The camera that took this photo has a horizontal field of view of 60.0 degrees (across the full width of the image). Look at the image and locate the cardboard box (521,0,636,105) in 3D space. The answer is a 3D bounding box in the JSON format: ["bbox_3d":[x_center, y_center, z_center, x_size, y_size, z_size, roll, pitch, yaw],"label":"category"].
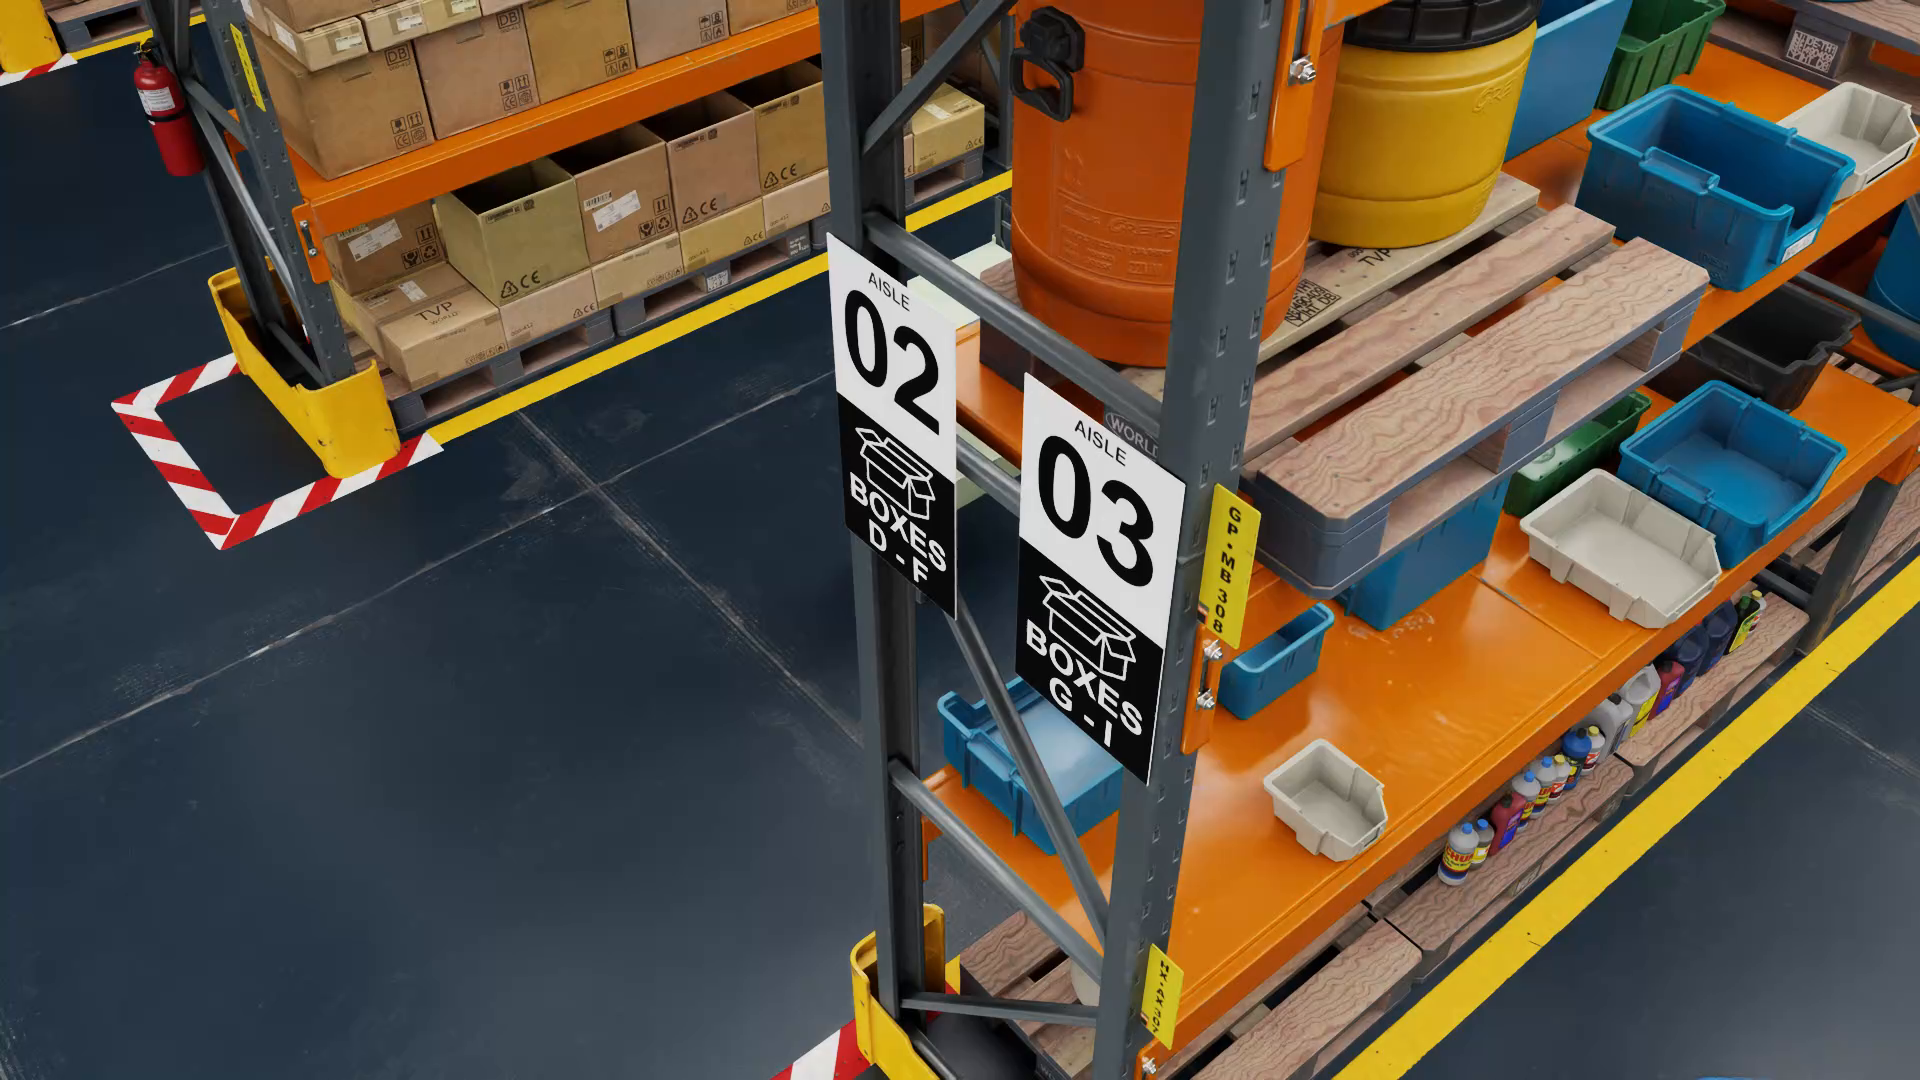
[{"bbox_3d":[-1.914,-2.430,7.627,0.500,0.500,0.700,-29,51,-28],"label":"cardboard box"}]

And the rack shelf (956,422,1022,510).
[{"bbox_3d":[-0.005,-0.306,7.010,0.720,0.370,0.431,-30,51,-28],"label":"rack shelf"}]

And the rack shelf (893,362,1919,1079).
[{"bbox_3d":[1.644,0.239,5.383,4.000,0.370,1.077,-30,51,-28],"label":"rack shelf"}]

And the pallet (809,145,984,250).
[{"bbox_3d":[-0.634,-2.160,9.450,1.213,0.211,1.003,-30,51,-28],"label":"pallet"}]

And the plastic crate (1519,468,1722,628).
[{"bbox_3d":[2.095,0.041,5.262,0.437,0.136,0.530,-30,51,-28],"label":"plastic crate"}]

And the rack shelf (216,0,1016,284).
[{"bbox_3d":[-1.531,-2.363,8.155,4.000,0.370,1.077,-30,51,-28],"label":"rack shelf"}]

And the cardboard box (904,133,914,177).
[{"bbox_3d":[-0.602,-2.122,9.074,0.500,0.250,0.500,-30,51,-28],"label":"cardboard box"}]

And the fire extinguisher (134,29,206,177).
[{"bbox_3d":[-3.454,-1.911,7.204,0.183,0.674,0.296,-30,51,-28],"label":"fire extinguisher"}]

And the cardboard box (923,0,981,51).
[{"bbox_3d":[0.130,-3.188,9.799,0.500,0.311,0.500,-30,51,-28],"label":"cardboard box"}]

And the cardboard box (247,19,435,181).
[{"bbox_3d":[-2.699,-1.982,7.150,0.500,0.500,0.700,-30,51,-28],"label":"cardboard box"}]

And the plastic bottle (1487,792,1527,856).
[{"bbox_3d":[1.886,0.963,5.750,0.133,0.283,0.061,-29,50,-27],"label":"plastic bottle"}]

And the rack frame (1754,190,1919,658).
[{"bbox_3d":[3.178,-0.901,6.072,0.127,3.000,1.000,-30,51,-28],"label":"rack frame"}]

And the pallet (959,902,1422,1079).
[{"bbox_3d":[0.765,1.460,5.595,1.213,0.211,1.003,-30,51,-28],"label":"pallet"}]

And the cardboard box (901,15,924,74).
[{"bbox_3d":[-0.553,-2.889,9.343,0.500,0.500,0.500,-30,51,-28],"label":"cardboard box"}]

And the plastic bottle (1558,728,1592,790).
[{"bbox_3d":[2.196,0.773,5.961,0.097,0.271,0.097,0,43,0],"label":"plastic bottle"}]

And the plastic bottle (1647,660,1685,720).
[{"bbox_3d":[2.624,0.540,6.200,0.133,0.283,0.061,-26,49,-25],"label":"plastic bottle"}]

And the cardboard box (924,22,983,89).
[{"bbox_3d":[0.135,-2.989,9.997,0.500,0.250,0.500,-30,51,-28],"label":"cardboard box"}]

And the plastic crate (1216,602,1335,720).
[{"bbox_3d":[0.804,0.250,4.954,0.408,0.251,0.499,-30,51,-28],"label":"plastic crate"}]

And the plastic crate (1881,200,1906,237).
[{"bbox_3d":[3.825,-1.543,6.768,0.575,0.384,0.392,-30,51,-28],"label":"plastic crate"}]

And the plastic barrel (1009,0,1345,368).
[{"bbox_3d":[0.401,-0.828,3.182,0.708,0.830,0.600,-30,51,-28],"label":"plastic barrel"}]

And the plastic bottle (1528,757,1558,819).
[{"bbox_3d":[2.041,0.862,5.866,0.097,0.271,0.097,0,43,0],"label":"plastic bottle"}]

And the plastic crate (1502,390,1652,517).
[{"bbox_3d":[1.956,-0.376,5.668,0.662,0.188,0.450,-30,51,-28],"label":"plastic crate"}]

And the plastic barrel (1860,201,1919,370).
[{"bbox_3d":[3.669,-1.095,5.912,0.708,0.901,0.600,-30,51,-28],"label":"plastic barrel"}]

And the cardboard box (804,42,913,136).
[{"bbox_3d":[-0.603,-2.396,8.818,0.500,0.500,0.500,-30,51,-28],"label":"cardboard box"}]

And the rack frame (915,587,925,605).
[{"bbox_3d":[-0.286,-0.383,6.616,0.023,1.500,0.400,-30,51,-28],"label":"rack frame"}]

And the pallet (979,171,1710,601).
[{"bbox_3d":[0.808,-0.481,3.572,1.213,0.211,1.003,-30,51,-28],"label":"pallet"}]

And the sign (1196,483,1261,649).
[{"bbox_3d":[0.460,0.050,2.862,0.005,0.325,0.100,-30,51,-28],"label":"sign"}]

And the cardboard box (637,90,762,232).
[{"bbox_3d":[-1.359,-1.948,8.340,0.500,0.500,0.500,-30,51,-28],"label":"cardboard box"}]

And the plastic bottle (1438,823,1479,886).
[{"bbox_3d":[1.701,1.057,5.659,0.097,0.271,0.097,0,43,0],"label":"plastic bottle"}]

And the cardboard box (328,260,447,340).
[{"bbox_3d":[-2.843,-1.289,8.187,0.500,0.250,0.500,-30,51,-28],"label":"cardboard box"}]

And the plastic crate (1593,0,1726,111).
[{"bbox_3d":[1.793,-1.368,4.532,0.450,0.188,0.336,-30,51,-28],"label":"plastic crate"}]

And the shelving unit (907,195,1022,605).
[{"bbox_3d":[-0.005,-0.544,6.787,0.755,1.500,0.431,-30,51,-28],"label":"shelving unit"}]

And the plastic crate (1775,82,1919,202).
[{"bbox_3d":[2.207,-0.981,4.159,0.396,0.136,0.243,-30,51,-28],"label":"plastic crate"}]

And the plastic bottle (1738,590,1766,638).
[{"bbox_3d":[3.100,0.281,6.536,0.097,0.201,0.097,0,43,0],"label":"plastic bottle"}]

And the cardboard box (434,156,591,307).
[{"bbox_3d":[-2.129,-1.511,7.875,0.500,0.500,0.500,-30,51,-28],"label":"cardboard box"}]

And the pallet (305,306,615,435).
[{"bbox_3d":[-2.505,-1.089,8.309,1.213,0.211,1.003,-30,51,-28],"label":"pallet"}]

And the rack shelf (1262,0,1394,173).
[{"bbox_3d":[1.644,-1.802,3.466,4.000,0.370,1.077,-30,51,-28],"label":"rack shelf"}]

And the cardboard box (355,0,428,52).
[{"bbox_3d":[-2.425,-2.197,6.905,0.250,0.149,0.380,-31,51,-29],"label":"cardboard box"}]

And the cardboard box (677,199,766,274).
[{"bbox_3d":[-1.359,-1.675,8.598,0.500,0.250,0.500,-30,51,-28],"label":"cardboard box"}]

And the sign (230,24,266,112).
[{"bbox_3d":[-2.713,-1.798,6.336,0.005,0.325,0.100,-30,51,-28],"label":"sign"}]

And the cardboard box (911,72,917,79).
[{"bbox_3d":[-0.547,-2.610,9.594,0.500,0.250,0.500,-30,51,-28],"label":"cardboard box"}]

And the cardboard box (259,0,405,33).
[{"bbox_3d":[-2.658,-2.478,6.731,0.500,0.500,0.700,-30,51,-28],"label":"cardboard box"}]

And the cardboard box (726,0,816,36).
[{"bbox_3d":[-1.121,-2.889,8.116,0.500,0.500,0.700,-29,50,-27],"label":"cardboard box"}]

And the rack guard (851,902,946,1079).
[{"bbox_3d":[0.138,1.709,5.119,0.348,0.500,1.175,-30,51,-28],"label":"rack guard"}]

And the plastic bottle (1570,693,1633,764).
[{"bbox_3d":[2.347,0.661,6.077,0.135,0.276,0.152,-29,50,-27],"label":"plastic bottle"}]

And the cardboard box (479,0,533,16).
[{"bbox_3d":[-2.038,-2.415,7.137,0.250,0.149,0.380,-31,51,-28],"label":"cardboard box"}]

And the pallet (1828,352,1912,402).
[{"bbox_3d":[4.692,-0.789,7.990,1.213,0.211,1.003,-30,51,-28],"label":"pallet"}]

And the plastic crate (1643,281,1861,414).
[{"bbox_3d":[2.695,-0.716,5.920,0.504,0.338,0.767,-30,51,-28],"label":"plastic crate"}]

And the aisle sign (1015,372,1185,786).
[{"bbox_3d":[0.243,0.093,3.114,0.004,0.787,0.394,-30,51,-28],"label":"aisle sign"}]

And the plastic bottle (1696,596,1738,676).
[{"bbox_3d":[2.869,0.338,6.366,0.185,0.351,0.144,-31,51,-29],"label":"plastic bottle"}]

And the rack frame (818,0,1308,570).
[{"bbox_3d":[0.110,-1.331,2.148,0.127,3.000,1.000,-30,51,-28],"label":"rack frame"}]

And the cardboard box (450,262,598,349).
[{"bbox_3d":[-2.130,-1.238,8.133,0.500,0.250,0.500,-30,51,-28],"label":"cardboard box"}]

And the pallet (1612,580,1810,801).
[{"bbox_3d":[2.637,0.388,6.736,1.213,0.211,1.003,-30,51,-28],"label":"pallet"}]
